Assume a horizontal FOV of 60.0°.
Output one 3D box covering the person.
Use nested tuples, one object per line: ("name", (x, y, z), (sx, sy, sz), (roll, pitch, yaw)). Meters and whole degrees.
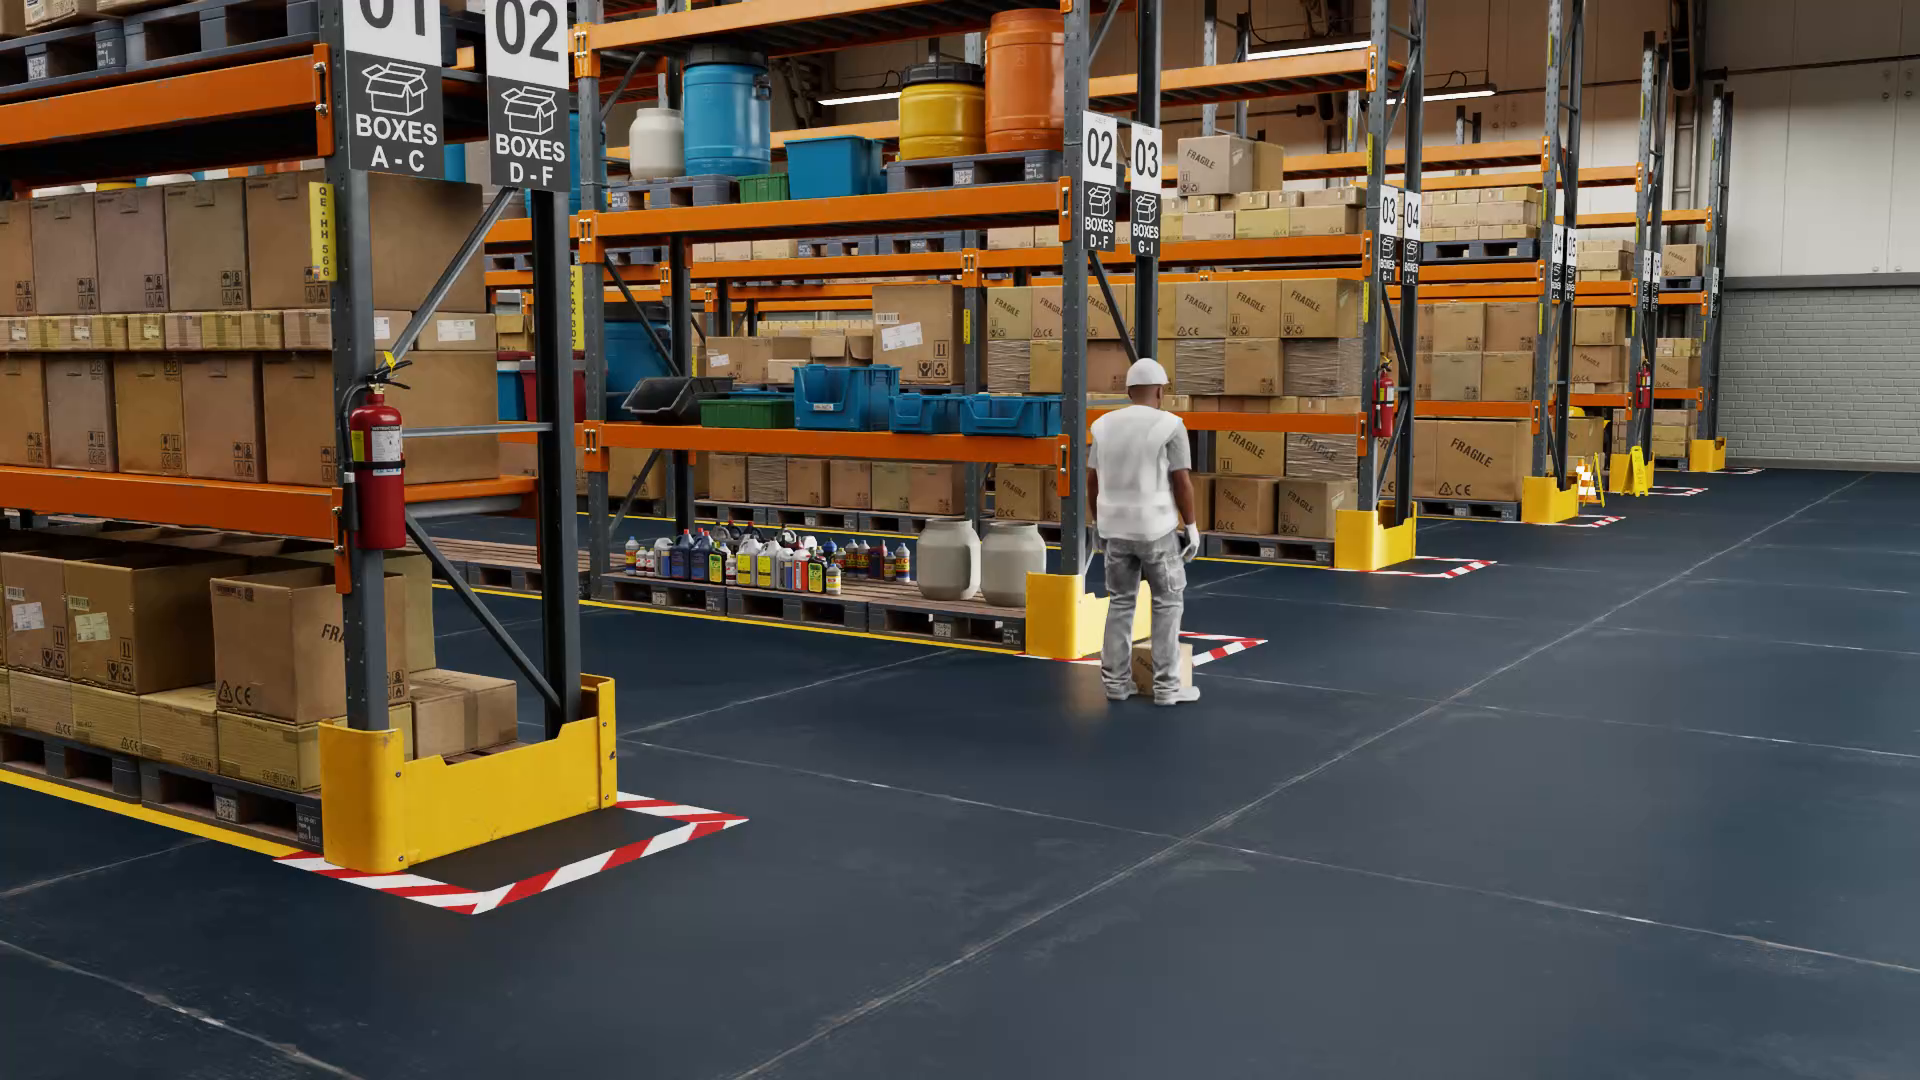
("person", (0.947, -0.048, 8.618), (0.603, 1.774, 0.446), (4, 7, 34))
